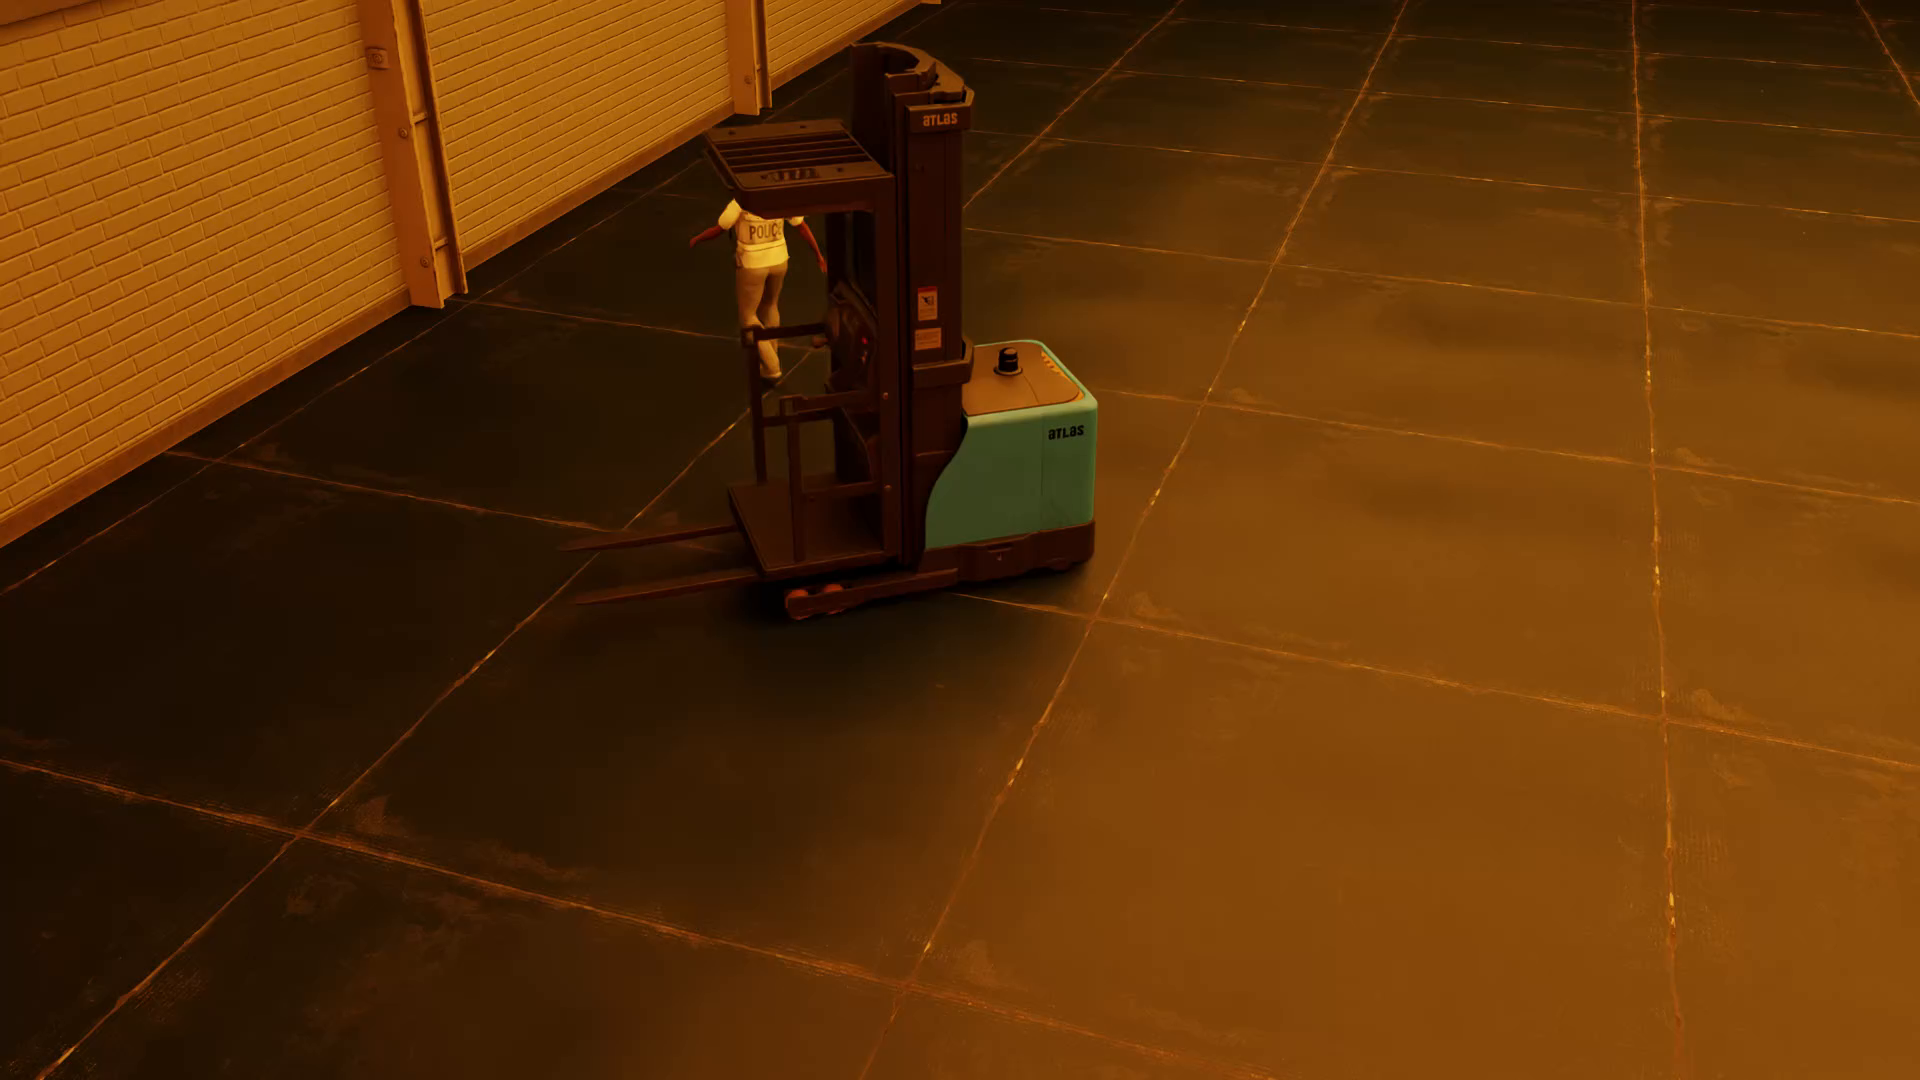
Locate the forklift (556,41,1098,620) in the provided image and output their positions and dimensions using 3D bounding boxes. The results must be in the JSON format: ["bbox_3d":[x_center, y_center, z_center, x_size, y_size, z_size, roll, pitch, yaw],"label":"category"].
[{"bbox_3d":[-0.784,-1.120,9.101,3.031,2.935,1.130,-9,31,-16],"label":"forklift"}]

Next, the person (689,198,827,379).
[{"bbox_3d":[-1.415,-1.974,11.918,0.850,1.645,0.710,-18,34,-29],"label":"person"}]
